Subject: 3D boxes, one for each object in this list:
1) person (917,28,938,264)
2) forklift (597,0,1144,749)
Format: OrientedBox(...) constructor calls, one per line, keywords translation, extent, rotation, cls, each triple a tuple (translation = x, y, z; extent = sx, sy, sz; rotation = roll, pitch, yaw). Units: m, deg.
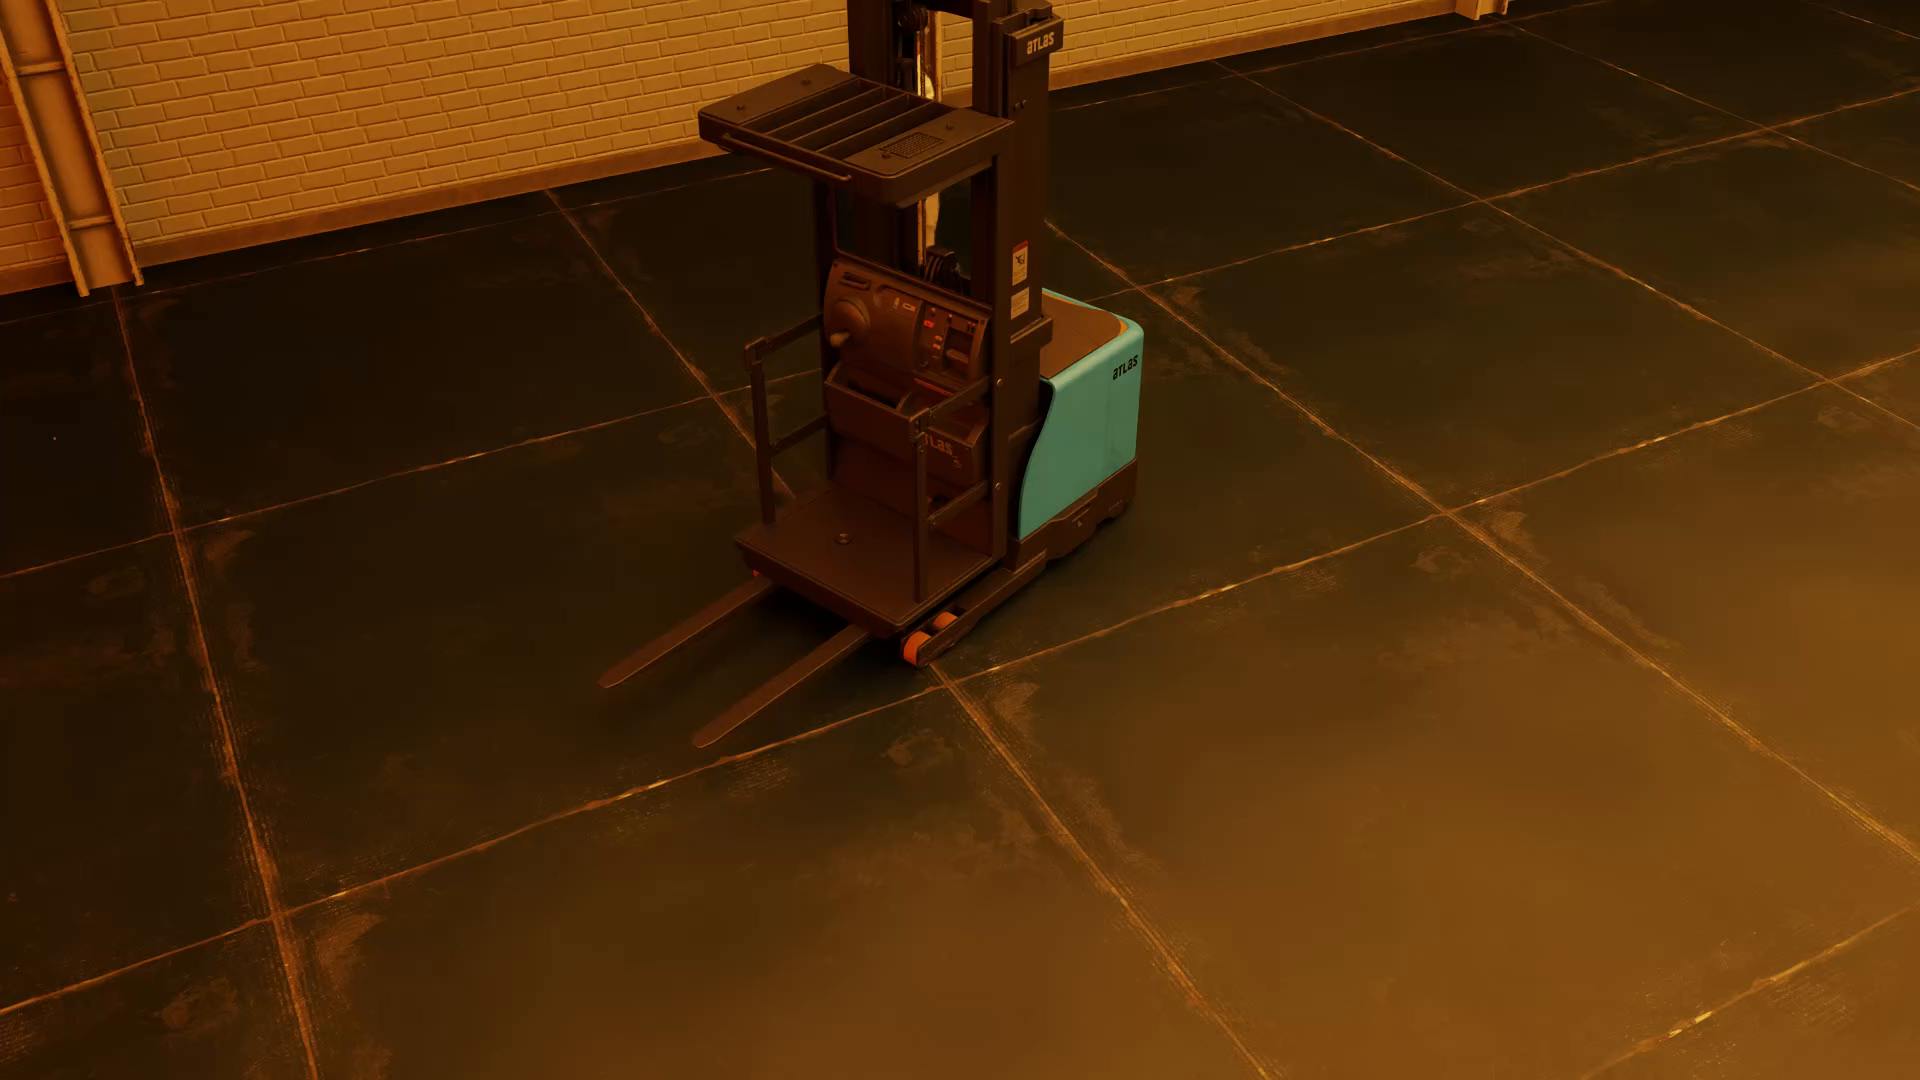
OrientedBox(translation=(-0.320, -2.551, 10.738), extent=(0.395, 1.773, 0.532), rotation=(-9, 36, -13), cls="person")
OrientedBox(translation=(-0.390, -0.927, 7.434), extent=(1.130, 2.935, 3.031), rotation=(26, 43, 31), cls="forklift")
